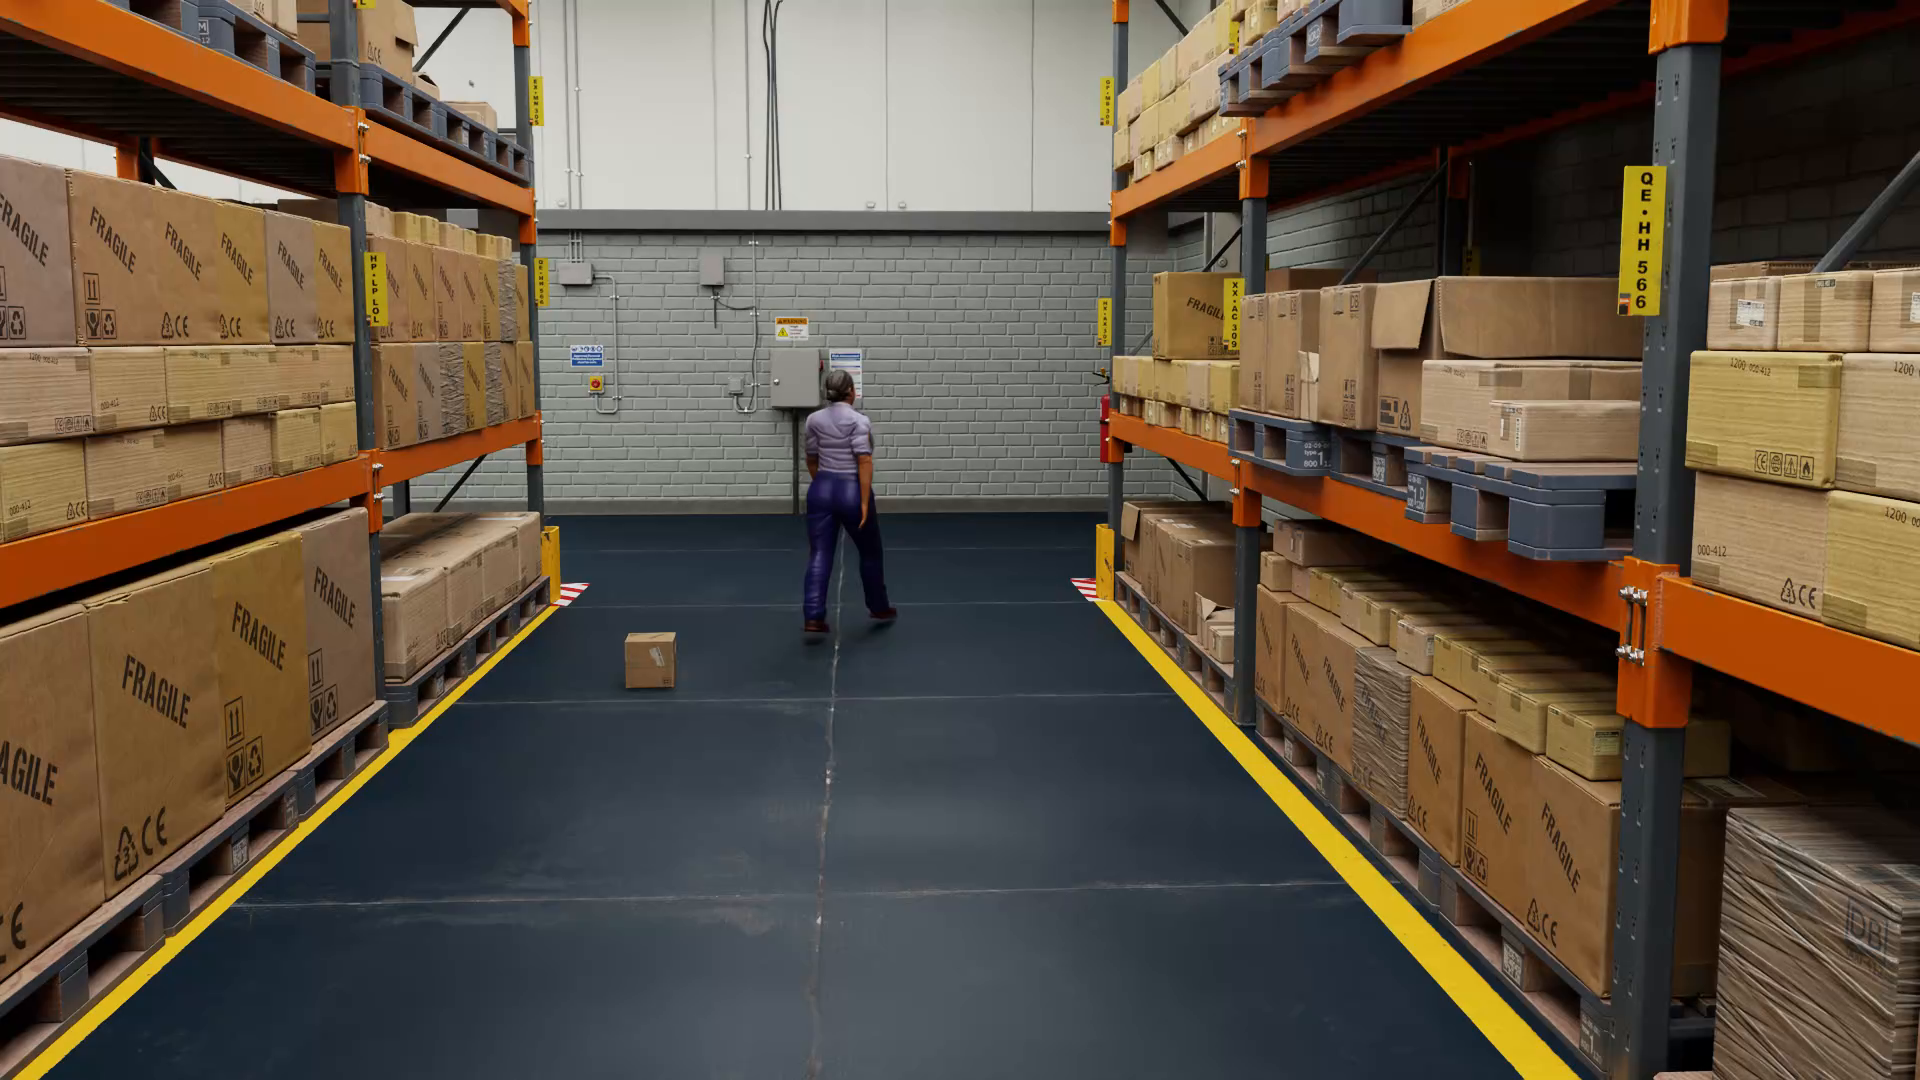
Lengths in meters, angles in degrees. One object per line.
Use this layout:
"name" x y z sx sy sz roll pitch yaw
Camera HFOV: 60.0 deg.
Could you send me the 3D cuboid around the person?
"person" -0.713 -0.258 10.304 0.495 1.595 0.972 2 7 18
